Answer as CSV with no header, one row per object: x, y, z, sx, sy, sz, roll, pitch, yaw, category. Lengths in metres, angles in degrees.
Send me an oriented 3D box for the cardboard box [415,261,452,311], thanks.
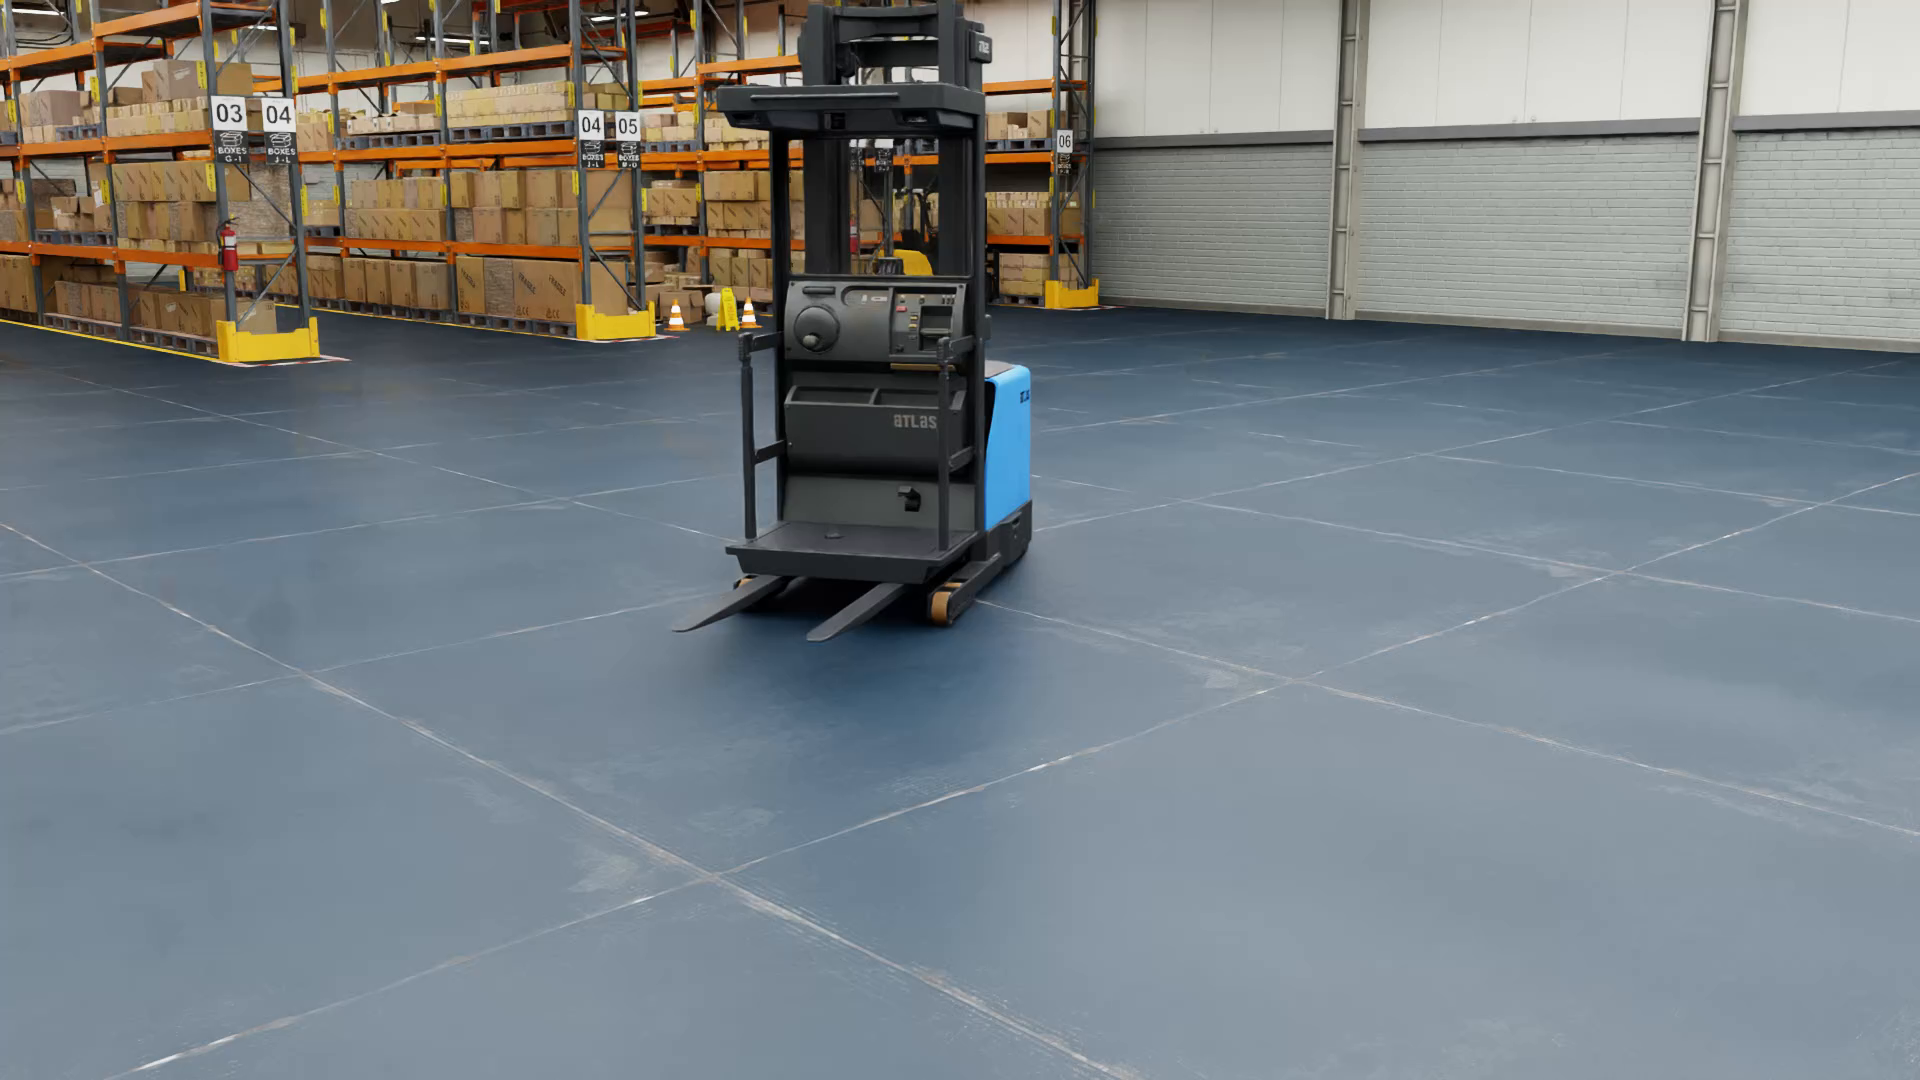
-8.282,-4.197,27.384,1.050,0.750,0.750,-11,16,-43,cardboard box

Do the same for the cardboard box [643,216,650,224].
-5.869,-6.070,31.523,0.380,0.149,0.250,-10,15,-41,cardboard box

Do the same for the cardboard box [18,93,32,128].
-14.069,-6.581,25.501,0.500,0.500,0.500,-11,16,-42,cardboard box

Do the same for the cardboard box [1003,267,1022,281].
1.171,-5.034,31.447,0.500,0.250,0.500,-11,16,-43,cardboard box

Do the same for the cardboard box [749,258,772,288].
-3.331,-4.670,29.059,0.500,0.500,0.500,-10,15,-40,cardboard box

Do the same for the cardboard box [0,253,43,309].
-15.279,-4.322,27.682,1.225,0.875,0.875,-11,16,-42,cardboard box

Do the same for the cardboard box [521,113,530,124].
-6.204,-6.182,24.385,0.380,0.149,0.250,-11,16,-43,cardboard box

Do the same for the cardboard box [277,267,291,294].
-12.628,-4.942,31.621,0.500,0.500,0.500,-10,15,-40,cardboard box

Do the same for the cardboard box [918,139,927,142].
-0.600,-7.905,32.747,0.380,0.149,0.250,-10,16,-41,cardboard box

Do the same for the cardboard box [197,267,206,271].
-15.600,-5.665,34.526,0.380,0.149,0.250,-11,16,-43,cardboard box

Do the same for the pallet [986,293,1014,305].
0.675,-4.746,32.425,1.003,0.211,1.213,-11,16,-43,pallet

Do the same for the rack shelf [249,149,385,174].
-11.932,-7.008,30.841,1.077,0.370,4.000,-11,16,-43,rack shelf

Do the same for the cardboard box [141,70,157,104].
-10.950,-6.217,22.998,0.500,0.500,0.500,11,16,43,cardboard box

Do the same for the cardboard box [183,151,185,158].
-15.950,-8.061,34.543,0.500,0.250,0.500,-10,15,-41,cardboard box

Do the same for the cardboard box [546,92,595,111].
-5.566,-6.260,23.775,0.500,0.250,0.500,-11,16,-42,cardboard box

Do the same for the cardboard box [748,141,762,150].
-3.413,-6.786,28.604,0.380,0.149,0.250,-11,16,-44,cardboard box

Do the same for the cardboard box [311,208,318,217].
-11.406,-5.875,29.837,0.380,0.149,0.250,-10,15,-40,cardboard box

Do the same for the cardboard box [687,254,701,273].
-6.044,-6.459,38.982,0.500,0.500,0.500,-10,15,-40,cardboard box

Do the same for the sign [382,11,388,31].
-10.152,-9.150,29.316,0.100,0.325,0.005,-11,16,-43,sign

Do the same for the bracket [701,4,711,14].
-6.014,-12.398,38.867,0.235,0.232,0.430,-11,16,-43,bracket

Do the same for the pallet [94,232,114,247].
-11.868,-4.377,24.196,1.003,0.211,1.213,-11,16,-43,pallet

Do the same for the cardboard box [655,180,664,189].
-5.452,-6.609,30.924,0.250,0.149,0.380,11,16,43,cardboard box

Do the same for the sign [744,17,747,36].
-3.873,-9.227,29.887,0.100,0.325,0.005,-11,16,-43,sign

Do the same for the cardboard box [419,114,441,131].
-8.392,-6.746,26.873,0.500,0.250,0.500,-11,16,-42,cardboard box

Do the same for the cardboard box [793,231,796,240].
-2.620,-5.190,28.291,0.380,0.149,0.250,-11,16,-42,cardboard box

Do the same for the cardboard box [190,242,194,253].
-9.715,-3.792,21.504,0.380,0.149,0.250,-11,16,-43,cardboard box

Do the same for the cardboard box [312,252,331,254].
-12.270,-5.381,31.892,0.500,0.250,0.500,-10,15,-40,cardboard box

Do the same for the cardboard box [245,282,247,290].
-13.949,-5.051,33.021,0.380,0.149,0.250,-10,16,-41,cardboard box

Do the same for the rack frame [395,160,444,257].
-12.565,-7.471,38.741,1.000,3.000,0.127,-11,16,-43,rack frame

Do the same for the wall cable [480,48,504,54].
-11.949,-14.828,45.798,2.988,3.039,0.133,-11,16,-43,wall cable

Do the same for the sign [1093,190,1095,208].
2.478,-6.367,31.042,0.100,0.325,0.005,-11,16,-43,sign

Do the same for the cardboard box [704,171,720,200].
-4.131,-6.310,29.641,0.700,0.500,0.500,-11,16,-43,cardboard box

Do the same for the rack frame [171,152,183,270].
-16.075,-6.767,35.321,1.000,3.000,0.127,-11,16,-43,rack frame

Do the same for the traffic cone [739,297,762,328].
-3.313,-3.572,26.103,0.336,0.463,0.334,-11,16,-43,traffic cone

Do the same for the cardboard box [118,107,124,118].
-11.210,-5.810,22.628,0.250,0.149,0.380,11,16,42,cardboard box

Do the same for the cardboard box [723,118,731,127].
-3.920,-7.291,29.081,0.250,0.149,0.380,11,16,43,cardboard box

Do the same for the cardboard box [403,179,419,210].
-8.841,-5.774,27.779,0.700,0.500,0.500,-11,16,-42,cardboard box

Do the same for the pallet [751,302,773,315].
-2.942,-4.083,29.205,1.003,0.211,1.213,-11,16,-43,pallet

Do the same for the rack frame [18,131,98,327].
-14.208,-4.923,26.371,1.000,3.000,0.127,-11,16,-43,rack frame

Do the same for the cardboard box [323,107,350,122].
-11.018,-7.515,29.375,0.396,0.266,0.258,-11,16,-43,cardboard box

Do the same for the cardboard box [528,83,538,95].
-6.032,-6.536,24.128,0.380,0.149,0.250,-11,16,-42,cardboard box

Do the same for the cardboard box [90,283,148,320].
-12.556,-3.576,24.941,0.500,0.500,0.700,10,15,40,cardboard box

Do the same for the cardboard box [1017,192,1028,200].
1.279,-6.430,31.093,0.380,0.149,0.250,-10,16,-41,cardboard box

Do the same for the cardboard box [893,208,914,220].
-1.214,-6.619,33.740,0.500,0.250,0.500,-11,16,-44,cardboard box

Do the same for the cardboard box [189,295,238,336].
-9.958,-3.006,22.224,0.500,0.500,0.500,-9,15,-37,cardboard box

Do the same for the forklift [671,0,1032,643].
-0.480,-1.116,8.064,1.130,2.935,3.031,3,12,15,forklift

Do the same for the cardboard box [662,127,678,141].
-5.132,-7.461,30.588,0.500,0.250,0.500,-11,16,-42,cardboard box

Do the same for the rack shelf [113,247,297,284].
-10.064,-3.695,22.193,1.077,0.370,4.000,-11,16,-43,rack shelf

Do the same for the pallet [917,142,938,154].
-0.083,-7.717,32.720,1.003,0.211,1.213,-11,16,-43,pallet

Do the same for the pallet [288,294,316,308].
-11.927,-4.525,31.354,1.003,0.211,1.213,-11,16,-43,pallet

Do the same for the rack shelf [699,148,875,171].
-2.897,-6.545,28.593,1.077,0.370,4.000,-11,16,-43,rack shelf

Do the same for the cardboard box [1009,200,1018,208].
1.134,-6.324,31.317,0.380,0.149,0.250,-11,16,-43,cardboard box

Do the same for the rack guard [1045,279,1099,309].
2.089,-4.600,31.002,1.175,0.500,0.348,-11,16,-43,rack guard

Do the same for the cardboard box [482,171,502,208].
-6.821,-5.397,25.625,0.875,0.550,0.550,-11,16,-43,cardboard box

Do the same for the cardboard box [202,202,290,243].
-9.043,-4.034,21.072,0.875,0.500,0.500,-11,16,-43,cardboard box

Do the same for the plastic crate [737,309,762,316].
-3.787,-3.946,28.868,0.583,0.080,0.402,6,13,26,plastic crate

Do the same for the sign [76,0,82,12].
-13.822,-8.434,26.037,0.100,0.325,0.005,-11,16,-43,sign

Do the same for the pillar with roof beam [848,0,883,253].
-5.014,-9.269,32.603,9.100,9.000,0.548,-11,16,-43,pillar with roof beam
